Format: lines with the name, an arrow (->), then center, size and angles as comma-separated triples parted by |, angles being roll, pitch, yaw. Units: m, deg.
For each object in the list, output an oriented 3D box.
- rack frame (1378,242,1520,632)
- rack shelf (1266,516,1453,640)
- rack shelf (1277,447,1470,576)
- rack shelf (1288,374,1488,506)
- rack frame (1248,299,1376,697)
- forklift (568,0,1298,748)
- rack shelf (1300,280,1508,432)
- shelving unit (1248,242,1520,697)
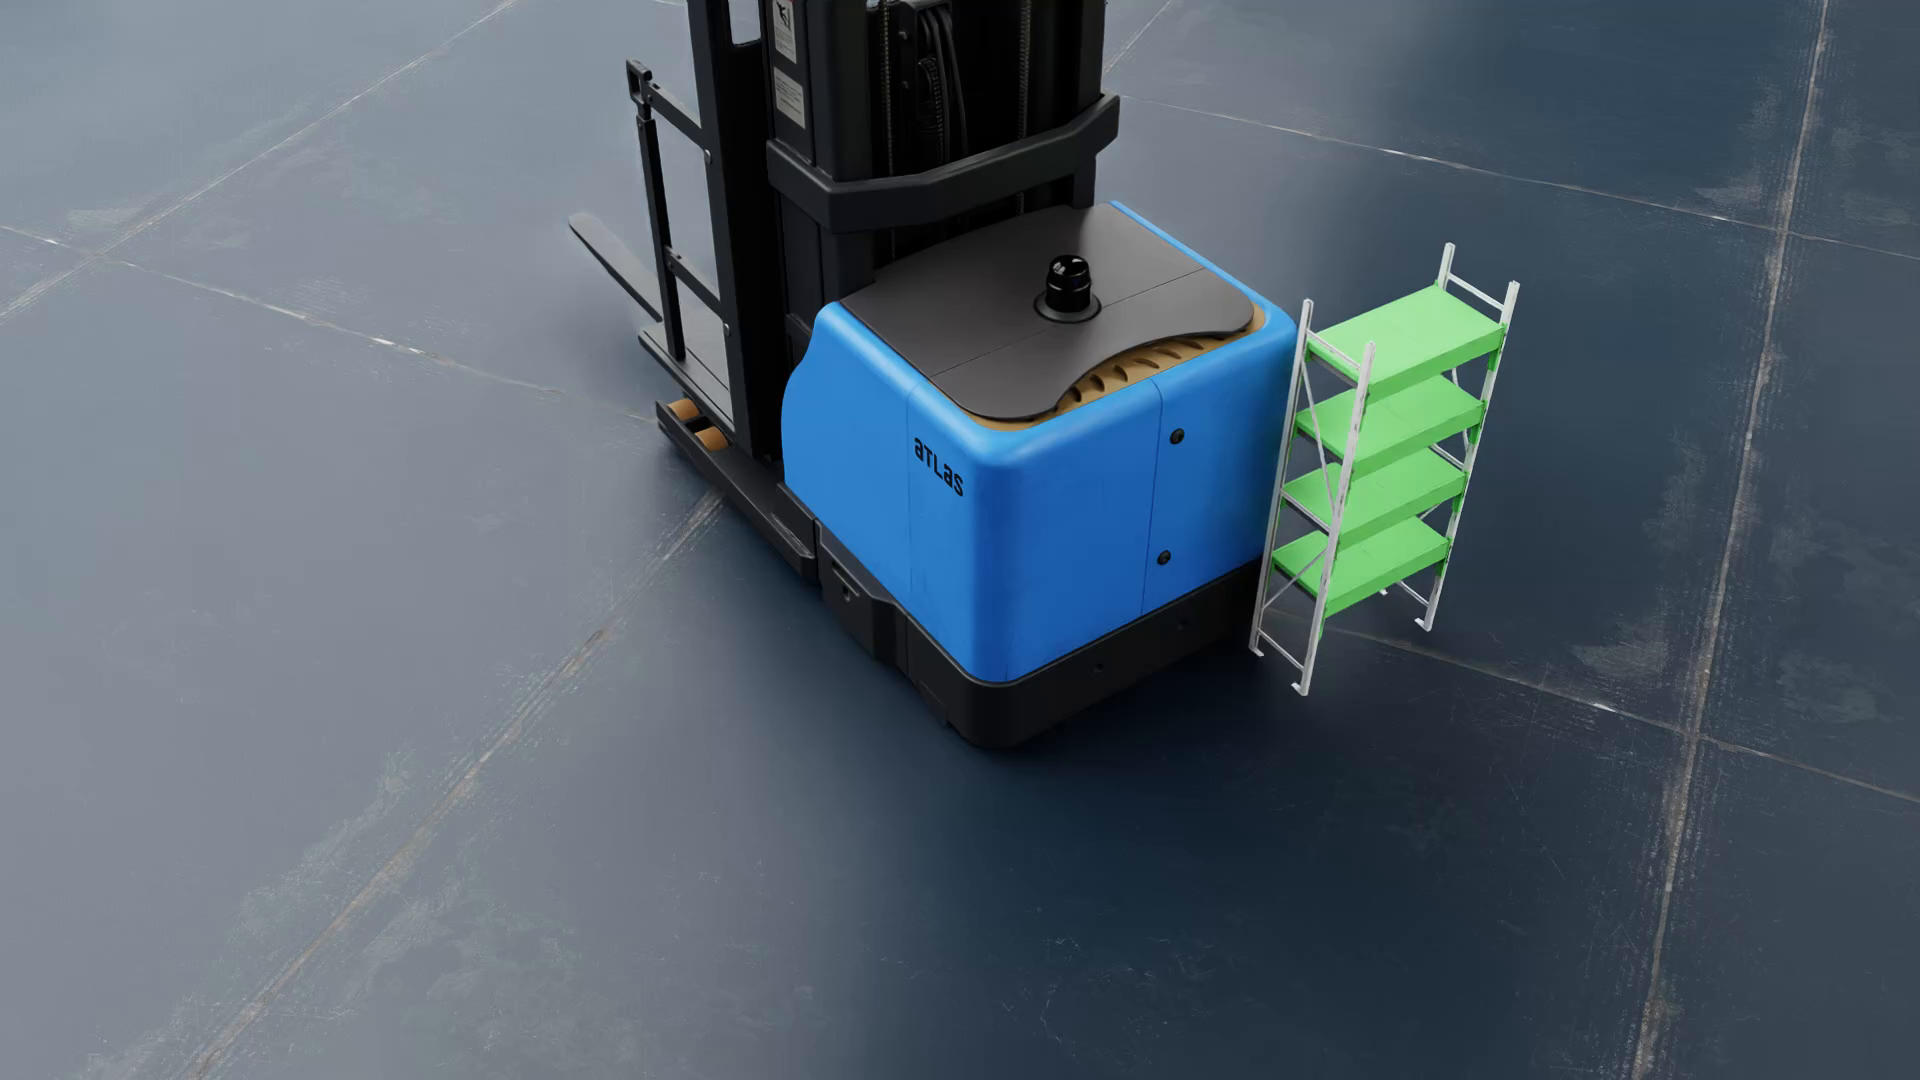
rack frame -> 1.328, -0.249, 4.622 | 0.015, 1.200, 0.240 | -23, 46, -24
rack shelf -> 1.123, 0.068, 4.720 | 0.480, 0.148, 0.258 | -23, 46, -24
rack shelf -> 1.123, -0.114, 4.563 | 0.480, 0.148, 0.258 | -23, 46, -24
rack shelf -> 1.123, -0.295, 4.405 | 0.480, 0.148, 0.258 | -23, 46, -24
rack frame -> 0.919, -0.074, 4.420 | 0.015, 1.200, 0.240 | -23, 46, -24
forklift -> -0.358, -1.474, 4.712 | 1.130, 2.935, 3.031 | -24, 46, -25
rack shelf -> 1.123, -0.476, 4.248 | 0.480, 0.148, 0.258 | -23, 46, -24
shelving unit -> 1.123, -0.162, 4.521 | 0.503, 1.200, 0.258 | -23, 46, -24
